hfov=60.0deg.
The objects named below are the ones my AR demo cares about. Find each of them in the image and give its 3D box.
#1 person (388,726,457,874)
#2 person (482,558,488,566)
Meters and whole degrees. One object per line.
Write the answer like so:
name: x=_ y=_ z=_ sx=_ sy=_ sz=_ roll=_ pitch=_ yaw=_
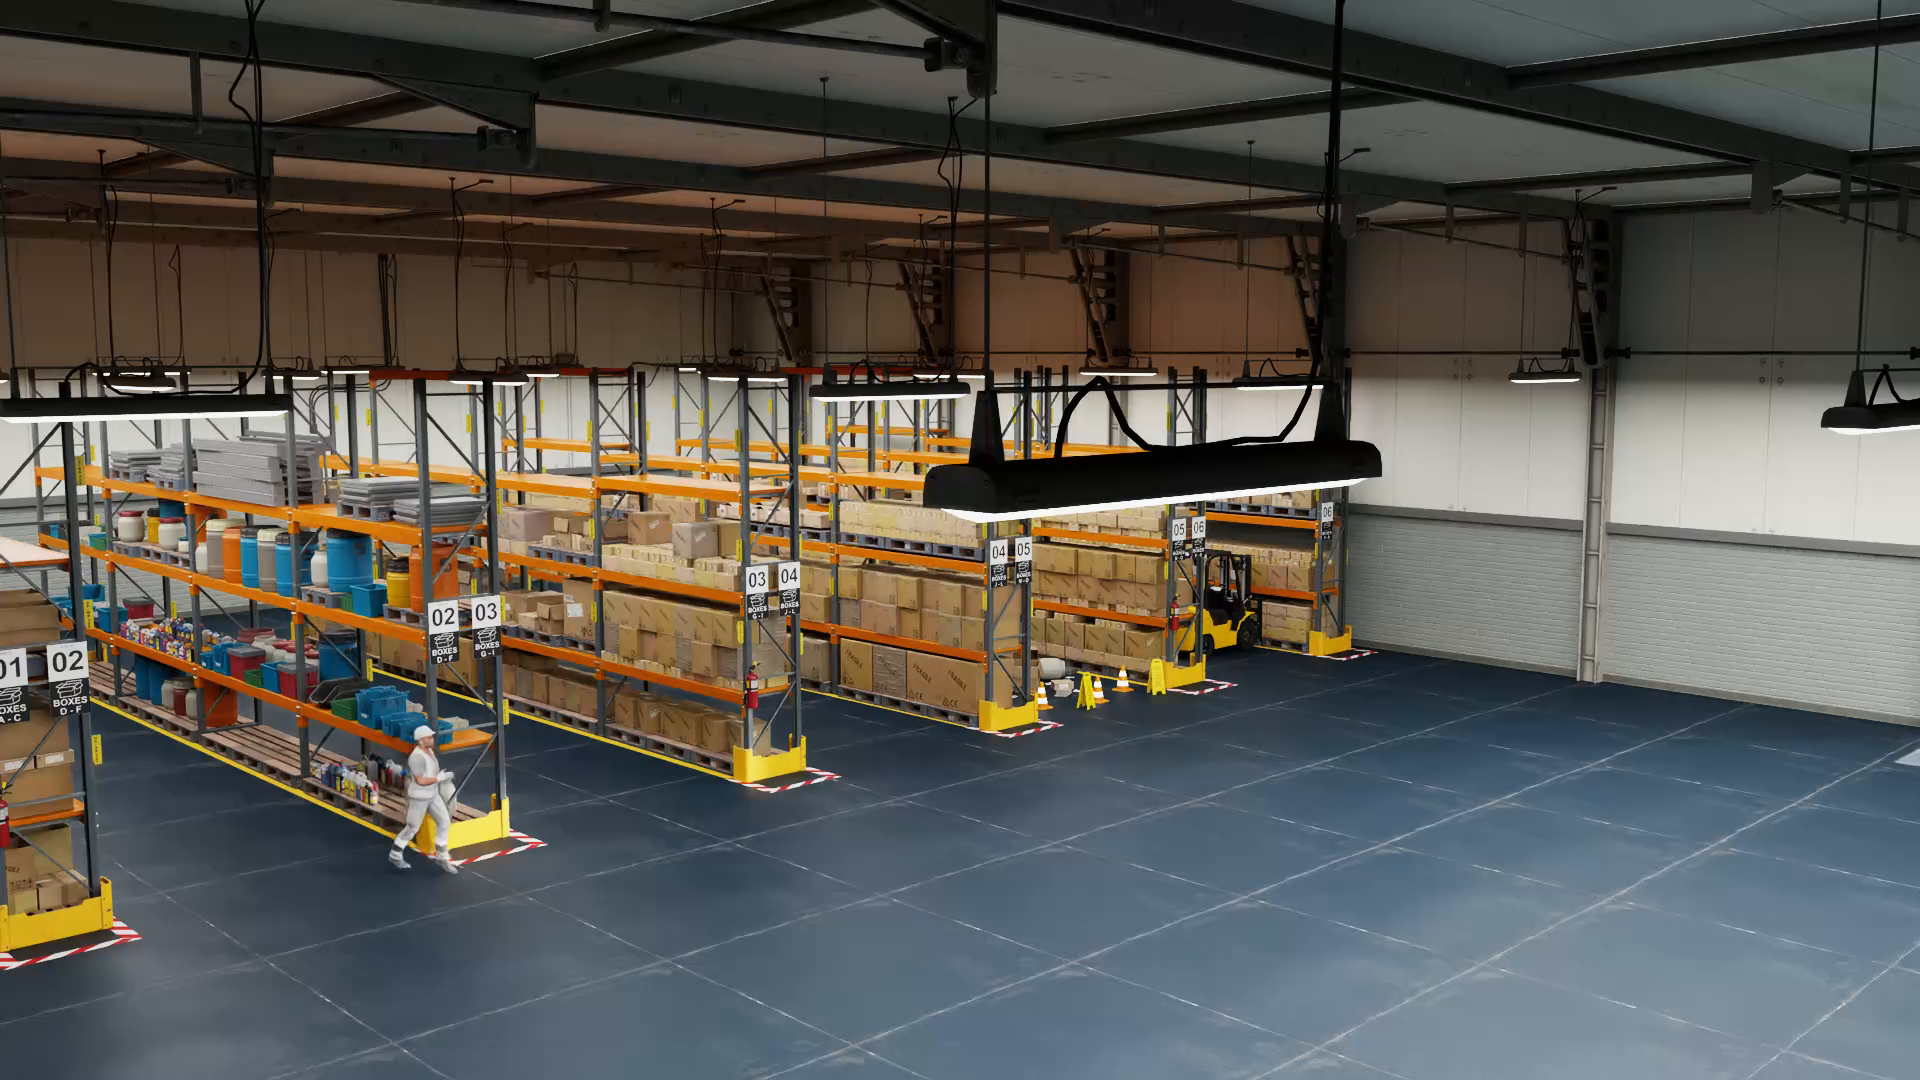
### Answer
person: x=-6.527 y=3.156 z=20.197 sx=0.886 sy=1.840 sz=0.646 roll=1 pitch=7 yaw=8
person: x=-11.379 y=1.041 z=39.809 sx=0.670 sy=1.639 sz=0.490 roll=3 pitch=7 yaw=28
